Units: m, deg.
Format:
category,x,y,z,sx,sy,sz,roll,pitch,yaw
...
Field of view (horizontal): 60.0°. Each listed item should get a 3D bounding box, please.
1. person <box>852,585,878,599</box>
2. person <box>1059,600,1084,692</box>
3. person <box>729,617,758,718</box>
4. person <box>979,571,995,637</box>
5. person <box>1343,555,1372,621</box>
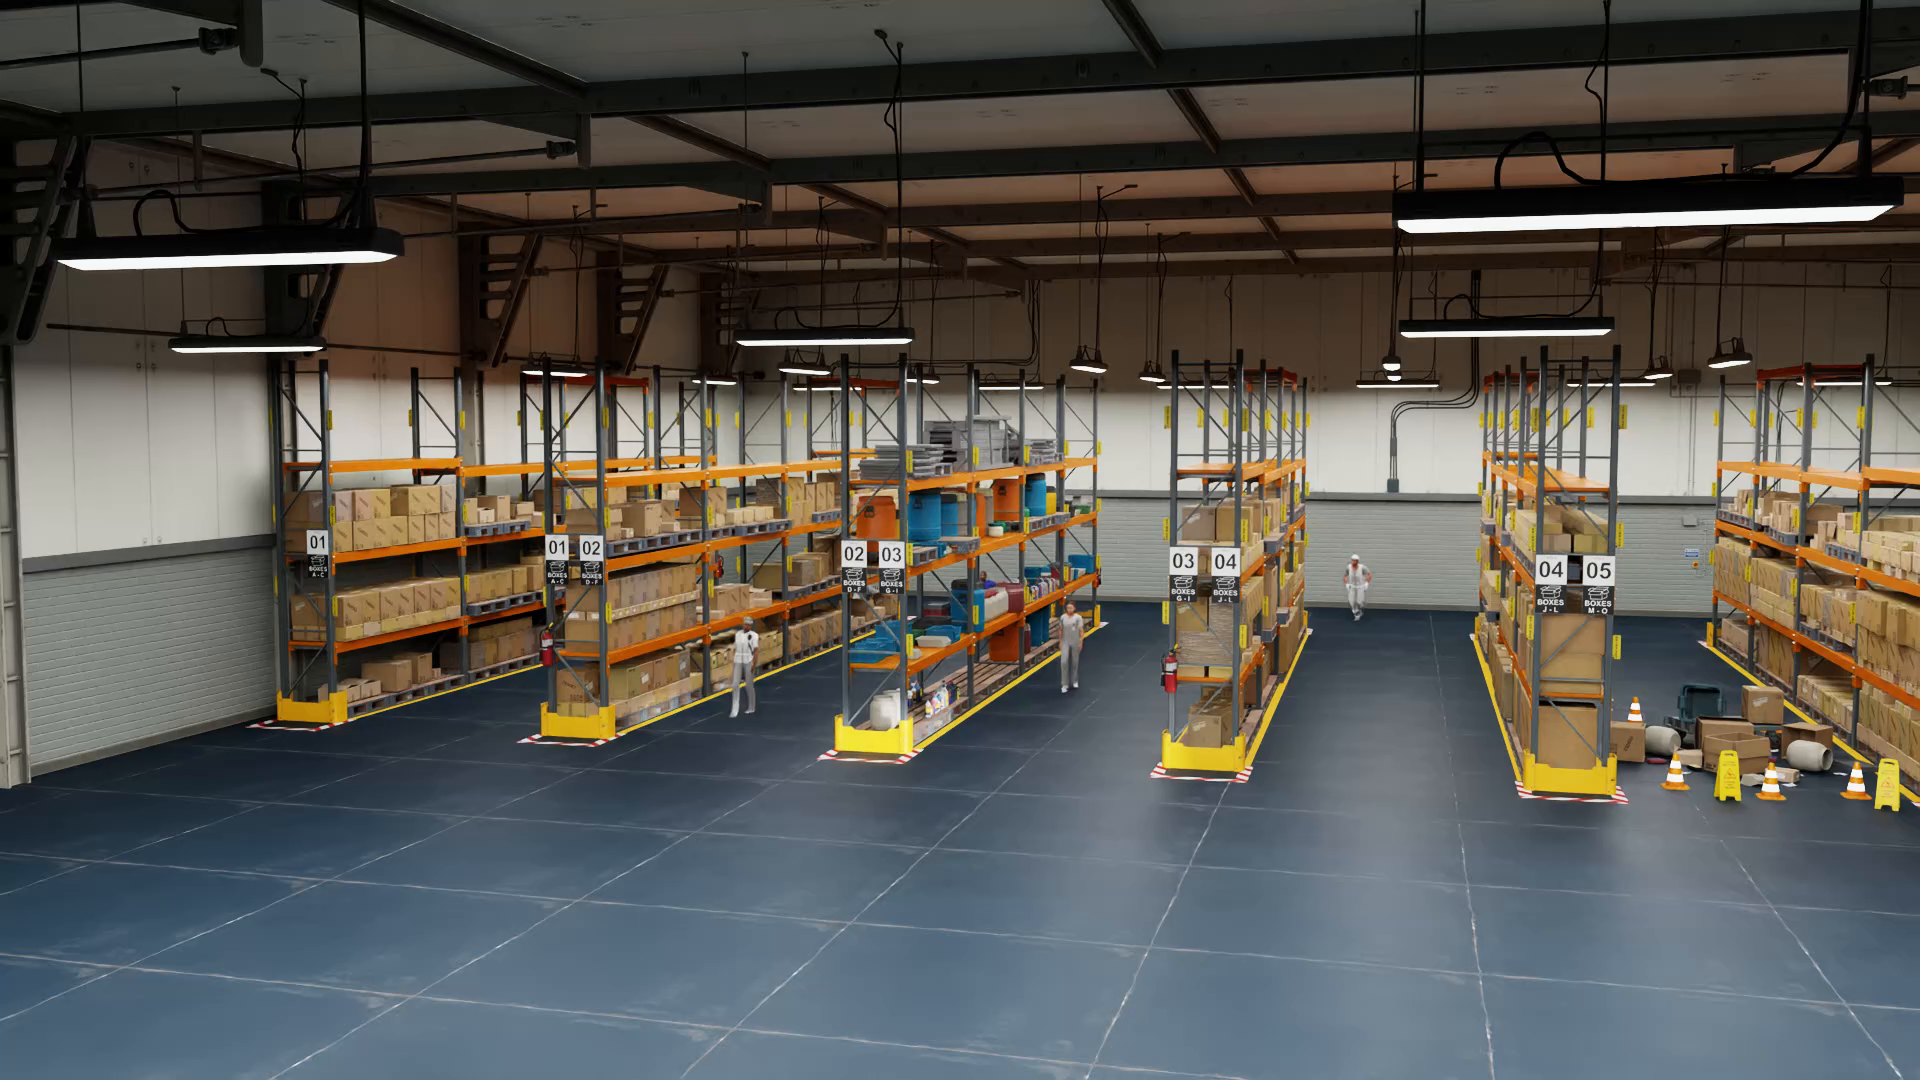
category,x,y,z,sx,sy,sz,roll,pitch,yaw
person,-2.670,0.843,45.489,0.943,1.748,0.545,-2,4,-22
person,2.067,1.954,30.906,0.486,1.696,0.637,1,4,13
person,-3.676,2.157,28.223,0.470,1.706,0.638,1,4,8
person,0.611,1.471,38.263,0.584,1.568,0.739,2,5,27
person,9.880,1.191,41.401,0.693,1.684,0.645,2,4,22
